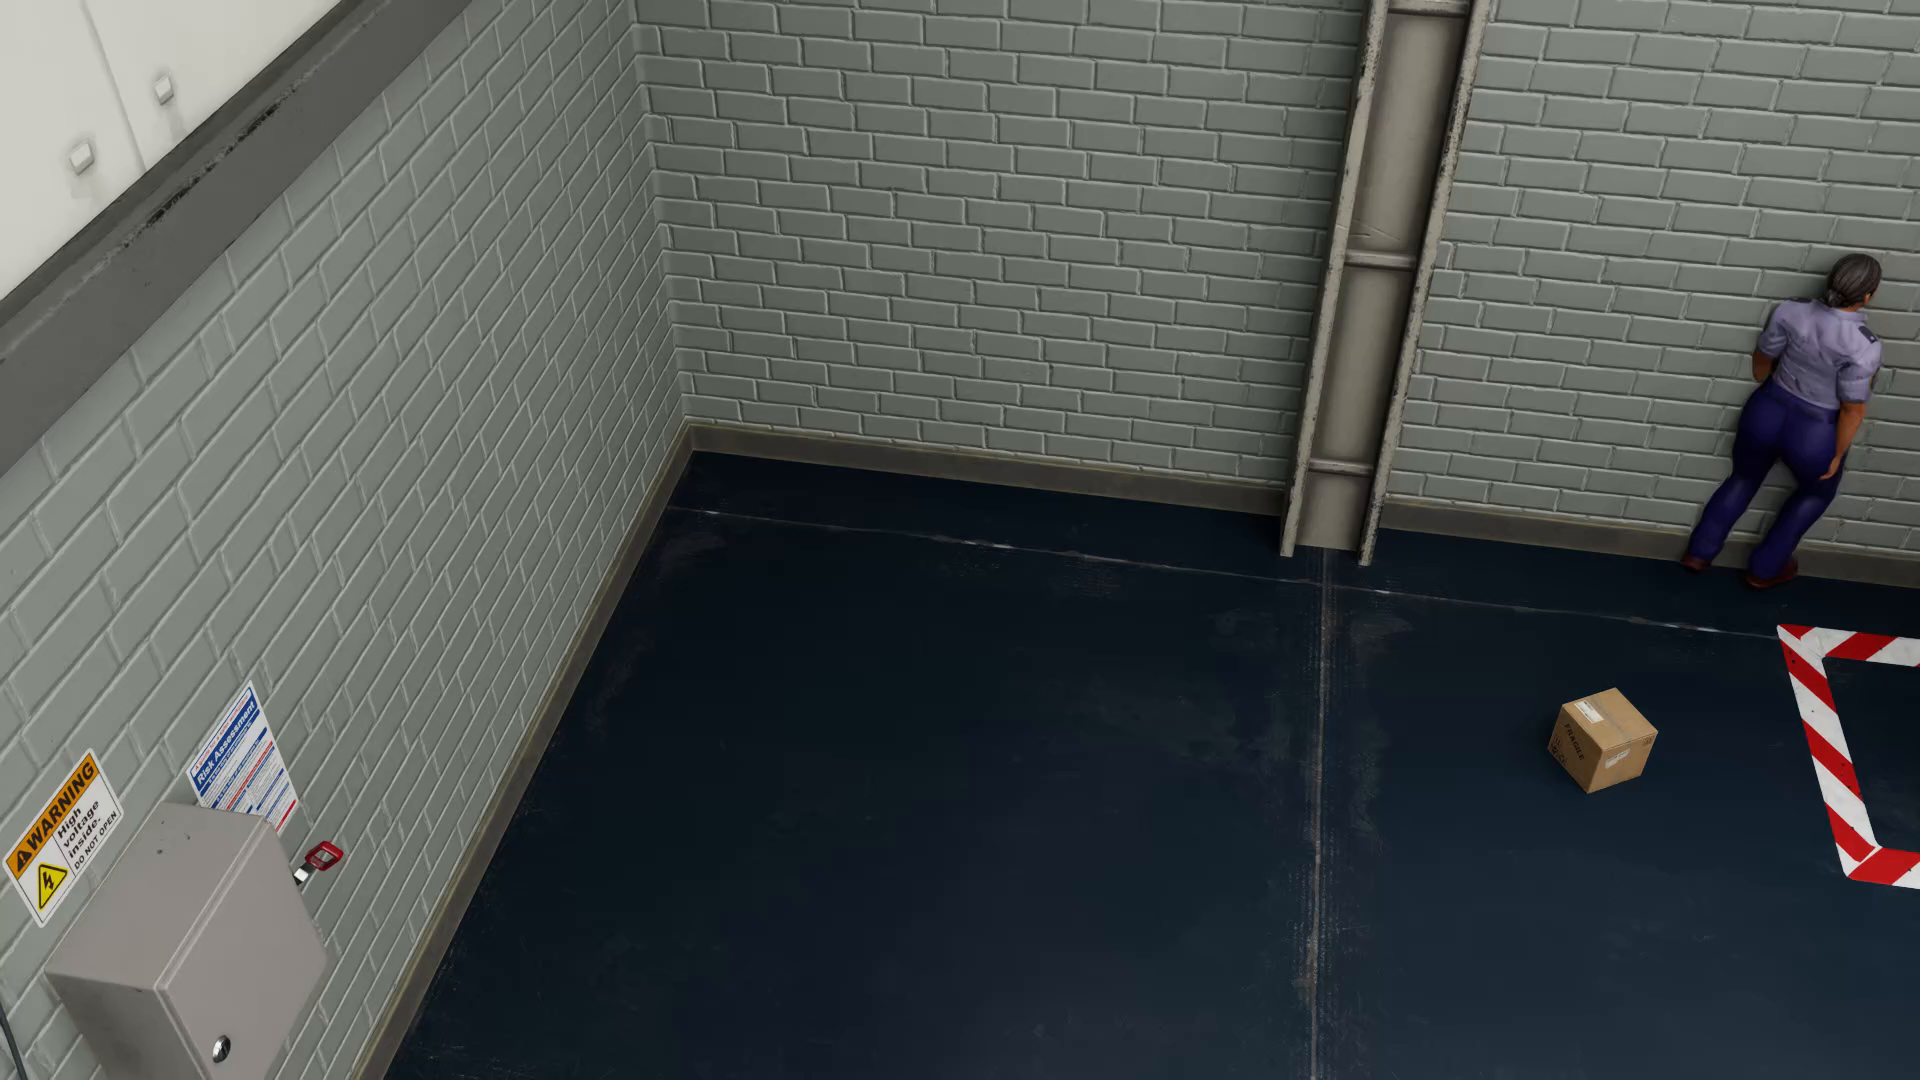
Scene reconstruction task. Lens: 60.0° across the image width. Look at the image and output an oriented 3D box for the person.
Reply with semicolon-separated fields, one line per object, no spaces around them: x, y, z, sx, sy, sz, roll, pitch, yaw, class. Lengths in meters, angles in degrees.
3.383;-0.443;6.727;0.419;1.706;0.491;-27;47;-27;person
